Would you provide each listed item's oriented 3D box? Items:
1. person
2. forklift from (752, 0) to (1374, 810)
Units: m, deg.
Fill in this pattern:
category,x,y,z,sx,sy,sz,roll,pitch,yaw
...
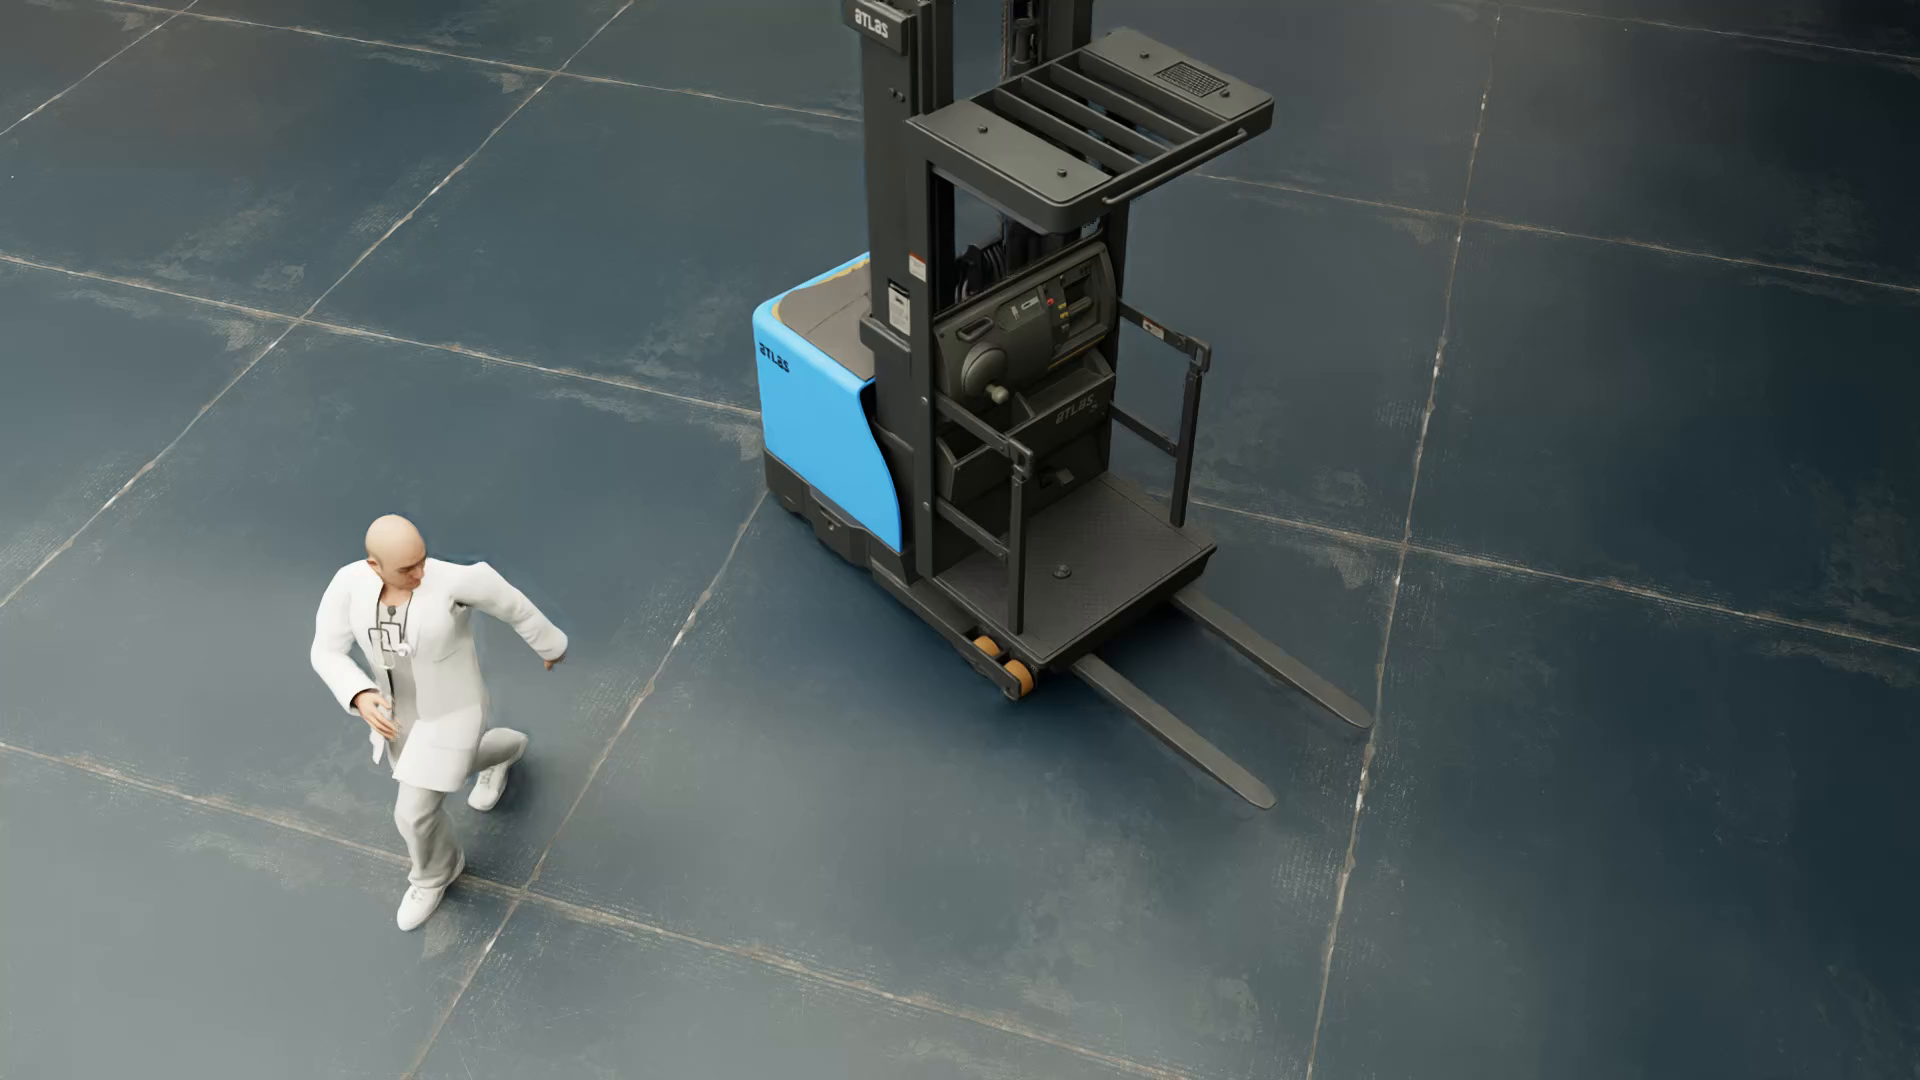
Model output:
category,x,y,z,sx,sy,sz,roll,pitch,yaw
person,-1.888,0.581,6.001,0.635,1.692,0.936,18,46,18
forklift,0.418,-0.790,6.538,1.130,2.935,3.031,-32,51,-29
